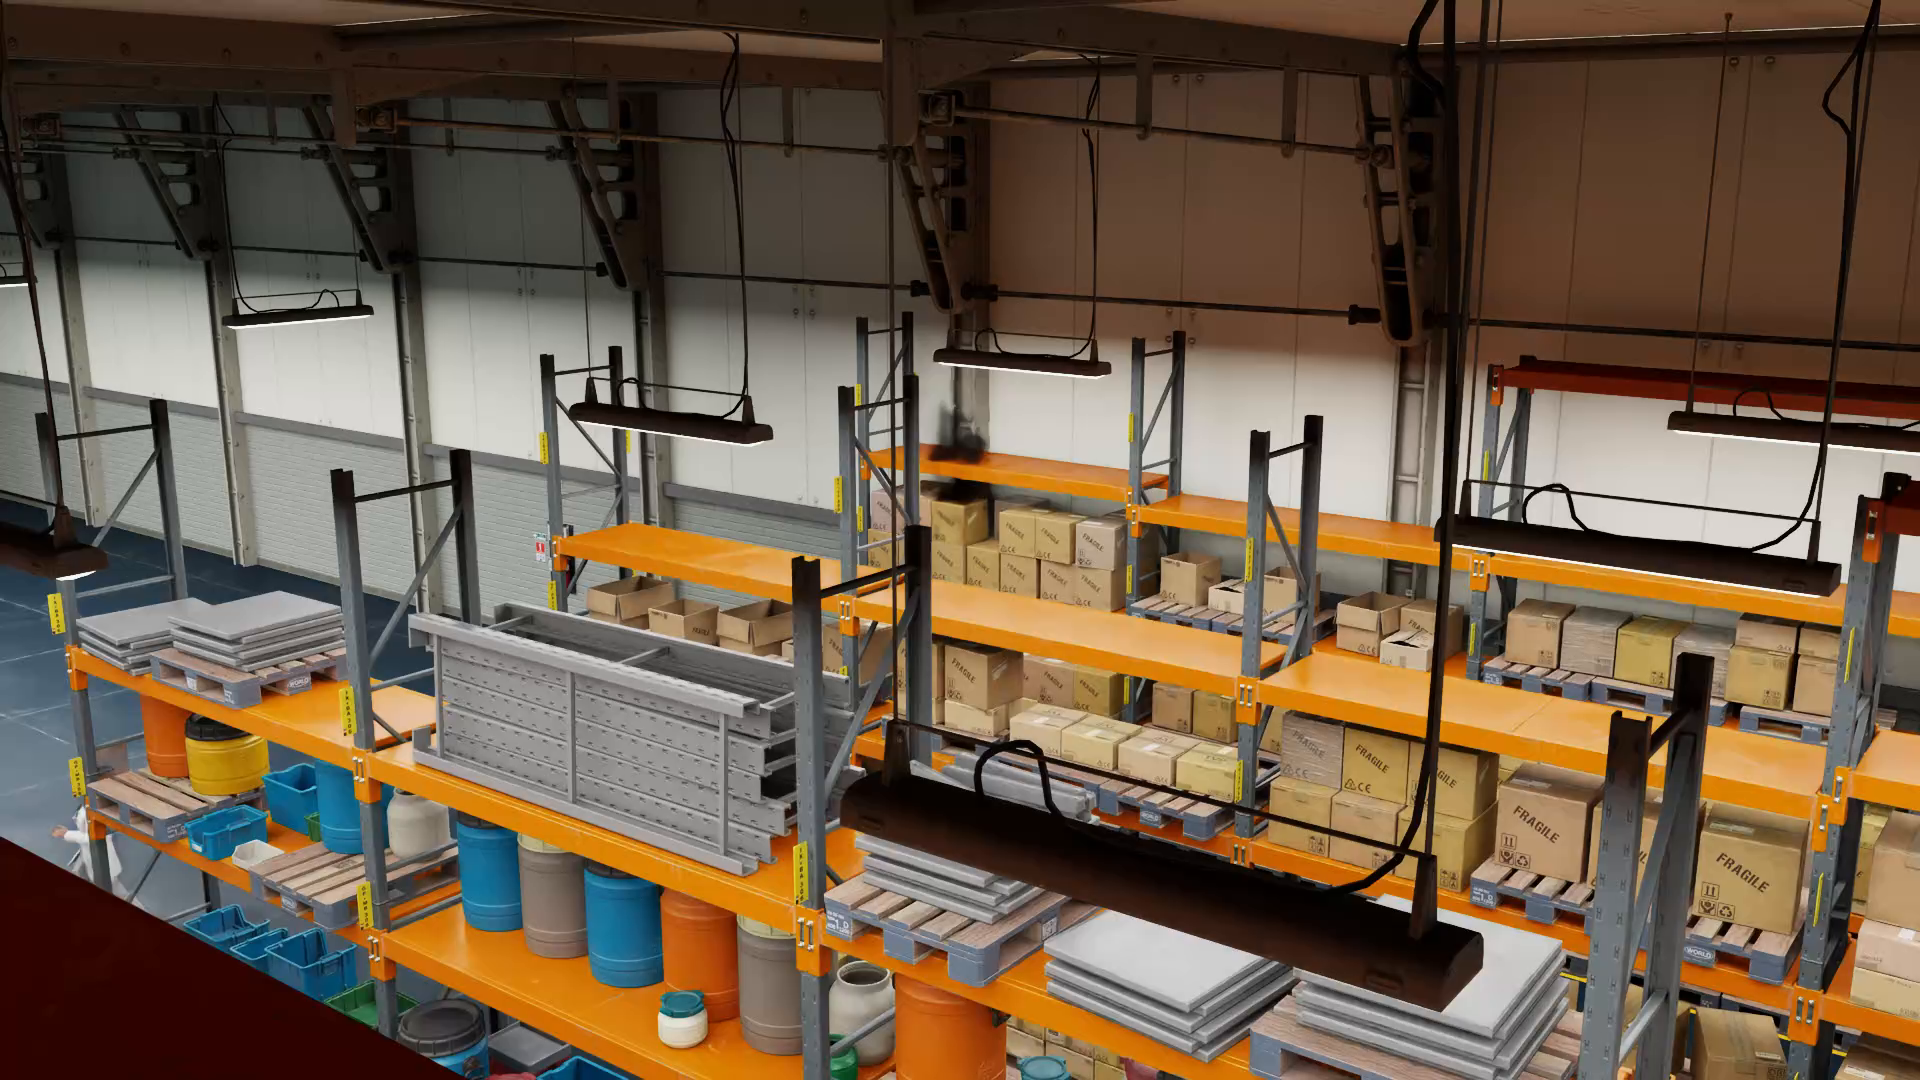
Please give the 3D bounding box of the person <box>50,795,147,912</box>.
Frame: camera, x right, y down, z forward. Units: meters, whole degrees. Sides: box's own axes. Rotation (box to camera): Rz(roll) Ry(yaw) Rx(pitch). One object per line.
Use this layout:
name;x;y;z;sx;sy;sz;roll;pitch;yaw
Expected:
person;-8.906;3.285;17.200;0.823;1.840;0.668;-7;15;-29
